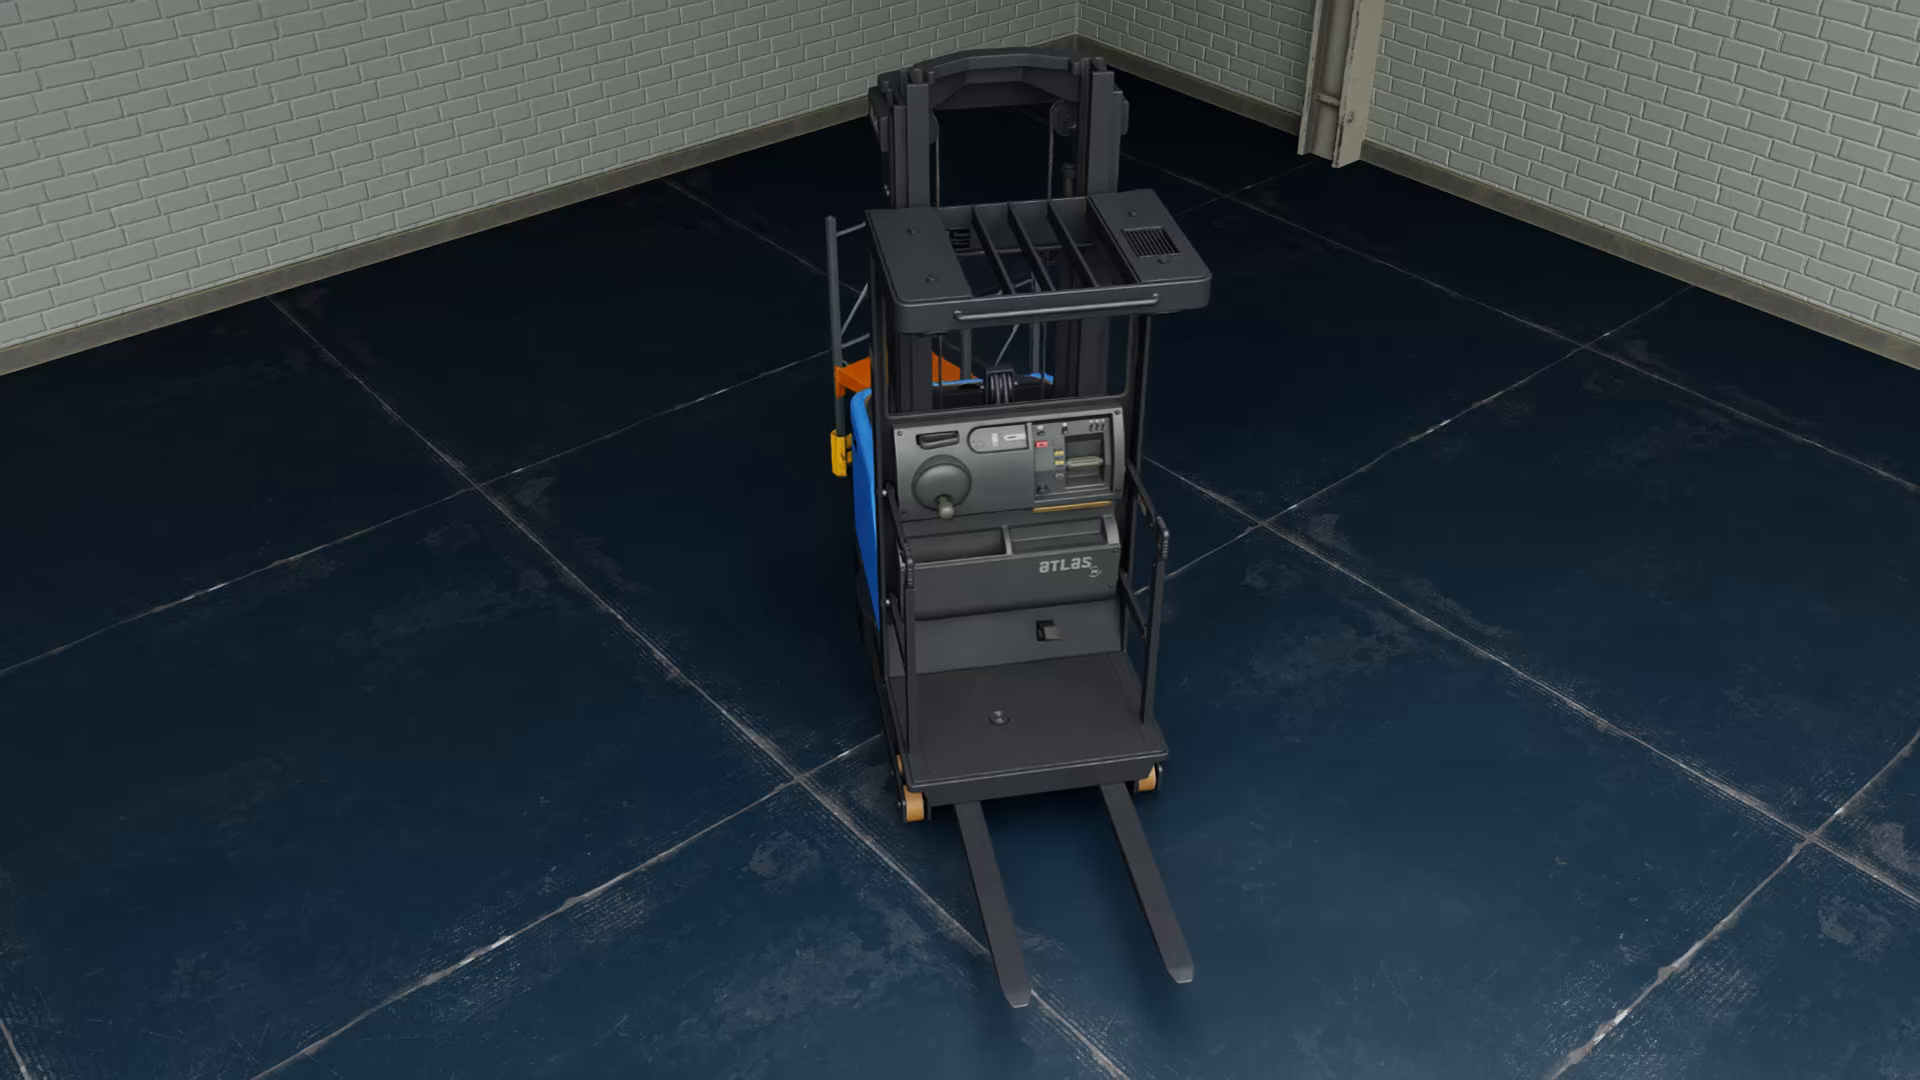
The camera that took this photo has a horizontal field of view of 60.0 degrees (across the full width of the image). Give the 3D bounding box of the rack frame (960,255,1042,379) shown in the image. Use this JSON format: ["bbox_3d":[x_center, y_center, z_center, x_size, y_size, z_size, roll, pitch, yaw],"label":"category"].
[{"bbox_3d":[0.196,-0.655,8.279,0.500,1.500,0.032,-27,43,-33],"label":"rack frame"}]

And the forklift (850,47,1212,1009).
[{"bbox_3d":[0.242,-0.244,6.460,1.130,2.935,3.031,-6,36,-8],"label":"forklift"}]

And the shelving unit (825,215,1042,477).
[{"bbox_3d":[-0.136,-0.871,8.583,0.587,1.500,1.083,-27,43,-33],"label":"shelving unit"}]

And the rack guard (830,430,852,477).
[{"bbox_3d":[-0.467,-0.576,9.248,0.587,0.250,0.087,-27,43,-33],"label":"rack guard"}]

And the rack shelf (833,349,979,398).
[{"bbox_3d":[-0.142,-0.728,8.692,0.538,0.185,1.000,-27,43,-33],"label":"rack shelf"}]

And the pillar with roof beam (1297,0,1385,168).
[{"bbox_3d":[-0.437,-5.036,7.975,9.100,9.000,0.400,-26,43,-32],"label":"pillar with roof beam"}]

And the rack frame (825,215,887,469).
[{"bbox_3d":[-0.480,-1.094,8.898,0.500,1.500,0.032,-27,43,-33],"label":"rack frame"}]
